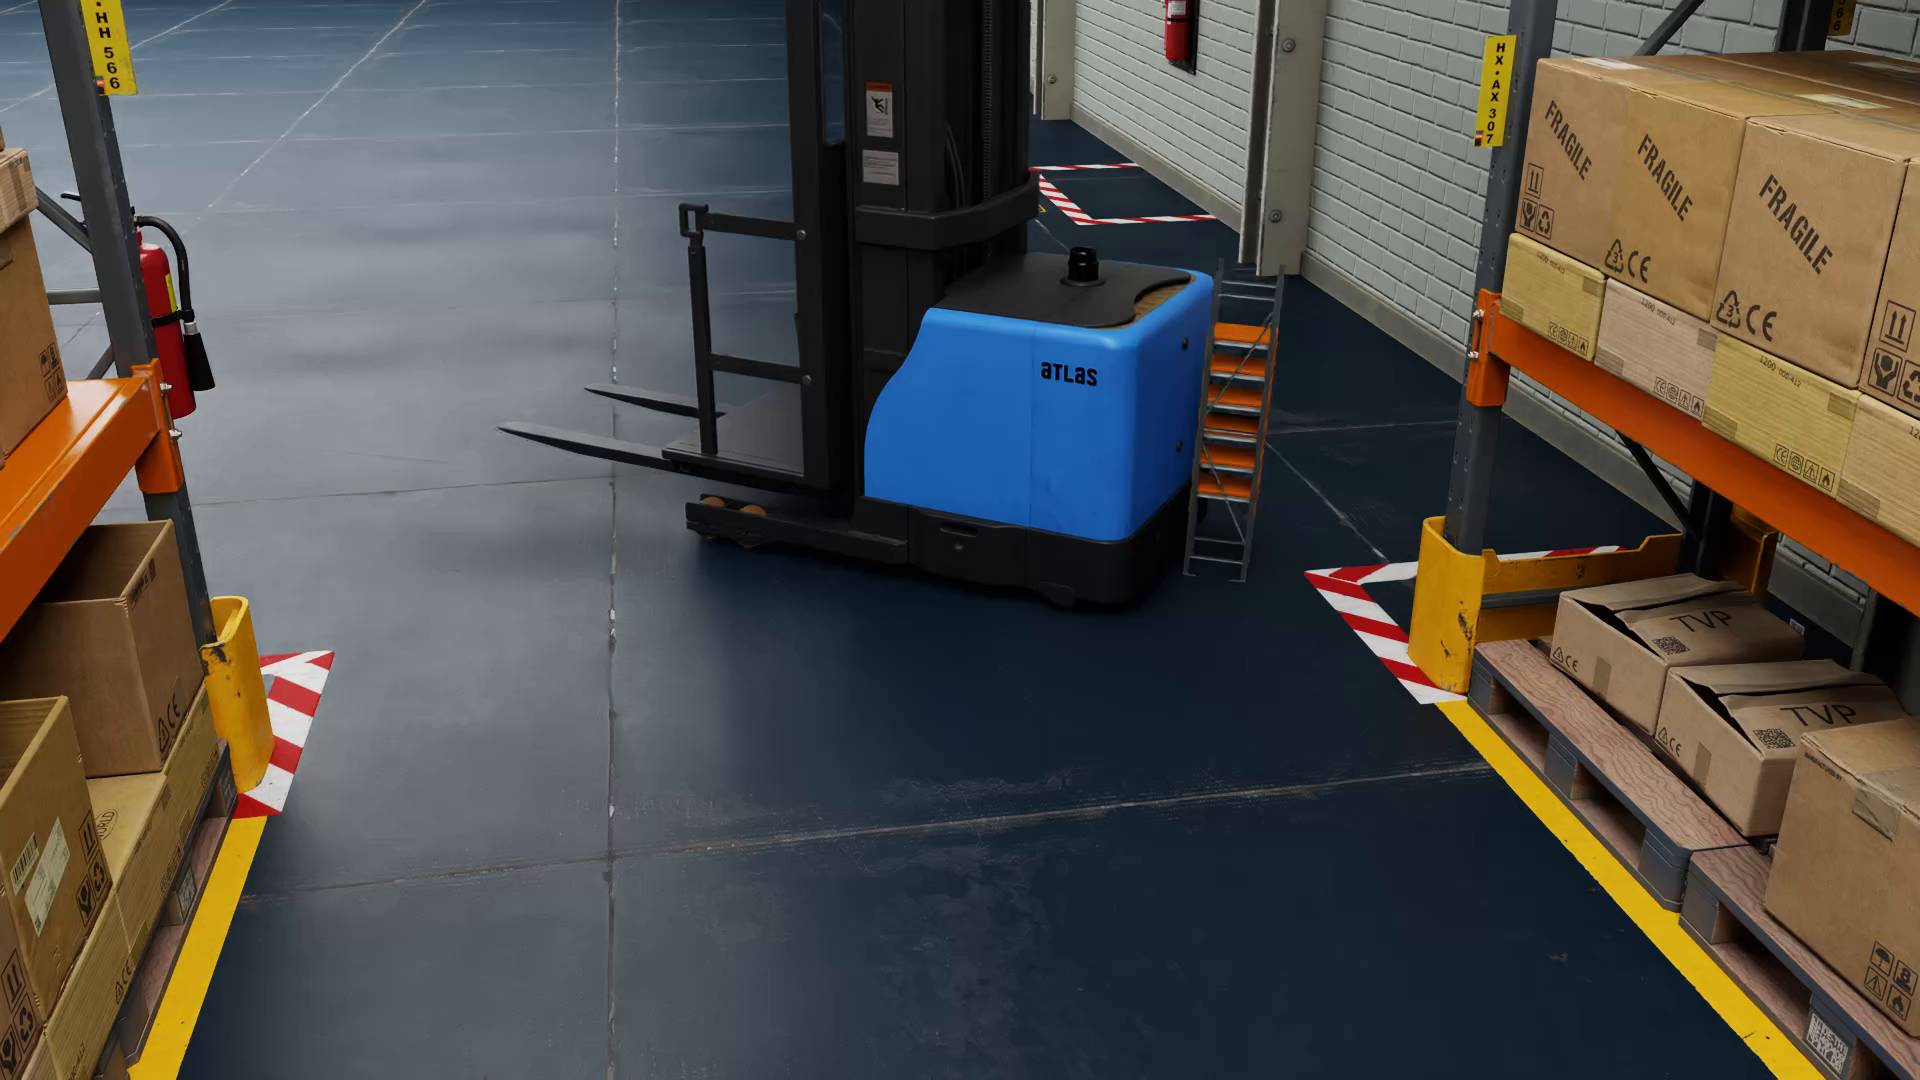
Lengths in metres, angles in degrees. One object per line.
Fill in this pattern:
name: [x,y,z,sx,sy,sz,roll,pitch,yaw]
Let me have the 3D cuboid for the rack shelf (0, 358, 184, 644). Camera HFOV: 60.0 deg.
rack shelf: [-2.348,0.488,2.784,1.077,0.370,4.000,-4,24,-10]

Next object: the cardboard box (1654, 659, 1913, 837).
cardboard box: [2.295,0.537,4.582,0.500,0.311,0.500,-2,24,-5]

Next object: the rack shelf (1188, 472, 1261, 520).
rack shelf: [1.009,-0.174,6.344,0.258,0.103,0.180,7,24,11]

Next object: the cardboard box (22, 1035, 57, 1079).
cardboard box: [-2.039,1.217,3.126,0.500,0.250,0.500,-4,24,-10]

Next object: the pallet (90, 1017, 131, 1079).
pallet: [-2.313,1.426,3.221,1.003,0.211,1.213,-4,24,-10]

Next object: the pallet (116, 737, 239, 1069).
pallet: [-2.535,0.947,4.318,1.003,0.211,1.213,-4,24,-10]

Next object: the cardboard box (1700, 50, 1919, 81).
cardboard box: [2.446,-1.111,4.771,0.500,0.500,0.500,-5,24,-10]

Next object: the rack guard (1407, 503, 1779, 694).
rack guard: [2.164,0.179,5.716,1.175,0.500,0.348,-4,24,-10]

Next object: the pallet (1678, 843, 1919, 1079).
pallet: [2.502,1.112,3.939,1.003,0.211,1.213,-4,24,-10]

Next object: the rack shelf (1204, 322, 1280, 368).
rack shelf: [1.034,-0.721,6.100,0.258,0.103,0.180,7,24,11]

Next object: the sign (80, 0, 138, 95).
sign: [-2.182,-1.302,4.241,0.100,0.325,0.005,-4,24,-10]

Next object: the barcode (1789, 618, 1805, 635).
barcode: [2.586,0.286,5.145,0.001,0.075,0.075,-4,24,-10]

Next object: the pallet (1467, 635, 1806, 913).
pallet: [2.279,0.633,5.036,1.003,0.211,1.213,-4,24,-10]

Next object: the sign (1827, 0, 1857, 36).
sign: [2.699,-1.705,5.065,0.100,0.325,0.005,-4,24,-10]

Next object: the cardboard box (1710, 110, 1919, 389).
cardboard box: [2.114,-0.672,3.766,0.500,0.500,0.500,-5,24,-11]

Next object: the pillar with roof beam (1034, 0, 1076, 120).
pillar with roof beam: [-3.320,-7.936,13.677,9.100,9.000,0.400,-4,24,-10]

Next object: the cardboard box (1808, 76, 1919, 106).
cardboard box: [2.529,-0.912,4.316,0.500,0.500,0.500,-4,24,-9]

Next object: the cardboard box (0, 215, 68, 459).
cardboard box: [-2.644,-0.490,3.998,0.700,0.500,0.500,-4,24,-10]

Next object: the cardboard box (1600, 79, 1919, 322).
cardboard box: [2.024,-0.875,4.232,0.500,0.500,0.500,-4,24,-10]

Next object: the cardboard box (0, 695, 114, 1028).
cardboard box: [-2.127,0.677,3.427,0.500,0.500,0.500,-4,24,-10]

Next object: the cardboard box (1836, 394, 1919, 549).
cardboard box: [2.218,-0.118,3.436,0.500,0.250,0.500,-4,24,-9]

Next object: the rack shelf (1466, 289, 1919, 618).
rack shelf: [2.520,0.120,3.627,1.077,0.370,4.000,-4,24,-10]

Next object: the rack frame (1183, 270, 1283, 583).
rack frame: [1.001,-0.398,6.147,0.240,1.200,0.006,7,24,11]

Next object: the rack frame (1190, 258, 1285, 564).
rack frame: [1.041,-0.469,6.310,0.240,1.200,0.006,7,24,11]

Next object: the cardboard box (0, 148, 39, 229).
cardboard box: [-2.460,-0.835,3.979,0.380,0.149,0.250,-5,24,-11]

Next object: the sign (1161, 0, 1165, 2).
sign: [1.600,-4.362,12.944,0.001,0.329,0.234,-4,24,-10]

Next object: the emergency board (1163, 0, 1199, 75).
emergency board: [1.600,-4.120,12.436,0.194,1.169,0.643,-4,24,-10]

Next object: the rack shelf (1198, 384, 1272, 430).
rack shelf: [1.024,-0.502,6.198,0.258,0.103,0.180,7,24,11]

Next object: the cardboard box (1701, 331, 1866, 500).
cardboard box: [2.126,-0.317,3.892,0.500,0.250,0.500,-5,24,-11]

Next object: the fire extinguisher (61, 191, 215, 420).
fire extinguisher: [-2.283,-0.674,4.642,0.296,0.674,0.183,-4,24,-10]

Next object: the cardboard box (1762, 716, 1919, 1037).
cardboard box: [2.381,0.743,3.875,0.700,0.500,0.500,-6,24,-13]

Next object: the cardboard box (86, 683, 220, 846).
cardboard box: [-2.328,0.628,4.474,0.500,0.250,0.500,-4,24,-10]

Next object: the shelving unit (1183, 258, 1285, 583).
shelving unit: [1.021,-0.433,6.229,0.258,1.200,0.189,7,24,11]

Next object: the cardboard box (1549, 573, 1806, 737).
cardboard box: [2.189,0.313,5.096,0.500,0.311,0.500,-7,25,-16]

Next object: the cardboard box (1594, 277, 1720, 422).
cardboard box: [2.038,-0.518,4.351,0.500,0.250,0.500,-5,24,-11]

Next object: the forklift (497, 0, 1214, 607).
forklift: [-0.542,-1.489,6.498,3.031,2.935,1.130,11,26,24]

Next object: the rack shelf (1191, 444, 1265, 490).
rack shelf: [1.014,-0.283,6.295,0.258,0.103,0.180,7,24,11]

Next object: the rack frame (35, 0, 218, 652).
rack frame: [-2.718,-0.628,4.441,1.000,3.000,0.127,-4,24,-10]

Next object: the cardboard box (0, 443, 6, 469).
cardboard box: [-2.542,-0.283,3.526,0.700,0.500,0.500,-4,24,-8]

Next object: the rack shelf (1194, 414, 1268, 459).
rack shelf: [1.019,-0.393,6.247,0.258,0.103,0.180,7,24,11]

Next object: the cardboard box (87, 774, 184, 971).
cardboard box: [-2.224,0.824,4.026,0.500,0.250,0.500,-4,24,-10]

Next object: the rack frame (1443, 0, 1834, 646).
rack frame: [2.150,-0.997,5.284,1.000,3.000,0.127,-4,24,-10]

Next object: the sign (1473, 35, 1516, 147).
sign: [1.617,-1.353,5.019,0.100,0.325,0.005,-4,24,-10]

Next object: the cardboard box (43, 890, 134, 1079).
cardboard box: [-2.130,1.021,3.576,0.500,0.250,0.500,-4,24,-10]

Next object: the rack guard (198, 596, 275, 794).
rack guard: [-2.722,0.508,4.963,1.175,0.500,0.348,-4,24,-10]

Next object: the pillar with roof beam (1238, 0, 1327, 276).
pillar with roof beam: [-2.211,-5.576,8.273,9.100,9.000,0.400,-4,24,-10]

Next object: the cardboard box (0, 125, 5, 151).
cardboard box: [-2.634,-1.063,3.691,0.700,0.500,0.500,-4,24,-10]

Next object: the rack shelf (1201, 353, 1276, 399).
rack shelf: [1.029,-0.612,6.149,0.258,0.103,0.180,7,24,11]

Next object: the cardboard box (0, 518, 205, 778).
cardboard box: [-2.326,0.284,4.325,0.500,0.500,0.500,-4,24,-10]

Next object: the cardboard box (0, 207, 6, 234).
cardboard box: [-2.410,-0.732,3.744,0.380,0.149,0.250,-4,24,-8]

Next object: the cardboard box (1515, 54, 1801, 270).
cardboard box: [1.943,-1.071,4.679,0.500,0.500,0.500,-4,24,-10]

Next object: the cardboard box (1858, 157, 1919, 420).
cardboard box: [2.221,-0.470,3.303,0.500,0.500,0.500,-4,24,-8]

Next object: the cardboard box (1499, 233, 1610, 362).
cardboard box: [1.928,-0.721,4.817,0.500,0.250,0.500,-5,24,-11]

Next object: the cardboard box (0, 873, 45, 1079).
cardboard box: [-2.036,0.873,2.976,0.500,0.500,0.500,-4,24,-10]
